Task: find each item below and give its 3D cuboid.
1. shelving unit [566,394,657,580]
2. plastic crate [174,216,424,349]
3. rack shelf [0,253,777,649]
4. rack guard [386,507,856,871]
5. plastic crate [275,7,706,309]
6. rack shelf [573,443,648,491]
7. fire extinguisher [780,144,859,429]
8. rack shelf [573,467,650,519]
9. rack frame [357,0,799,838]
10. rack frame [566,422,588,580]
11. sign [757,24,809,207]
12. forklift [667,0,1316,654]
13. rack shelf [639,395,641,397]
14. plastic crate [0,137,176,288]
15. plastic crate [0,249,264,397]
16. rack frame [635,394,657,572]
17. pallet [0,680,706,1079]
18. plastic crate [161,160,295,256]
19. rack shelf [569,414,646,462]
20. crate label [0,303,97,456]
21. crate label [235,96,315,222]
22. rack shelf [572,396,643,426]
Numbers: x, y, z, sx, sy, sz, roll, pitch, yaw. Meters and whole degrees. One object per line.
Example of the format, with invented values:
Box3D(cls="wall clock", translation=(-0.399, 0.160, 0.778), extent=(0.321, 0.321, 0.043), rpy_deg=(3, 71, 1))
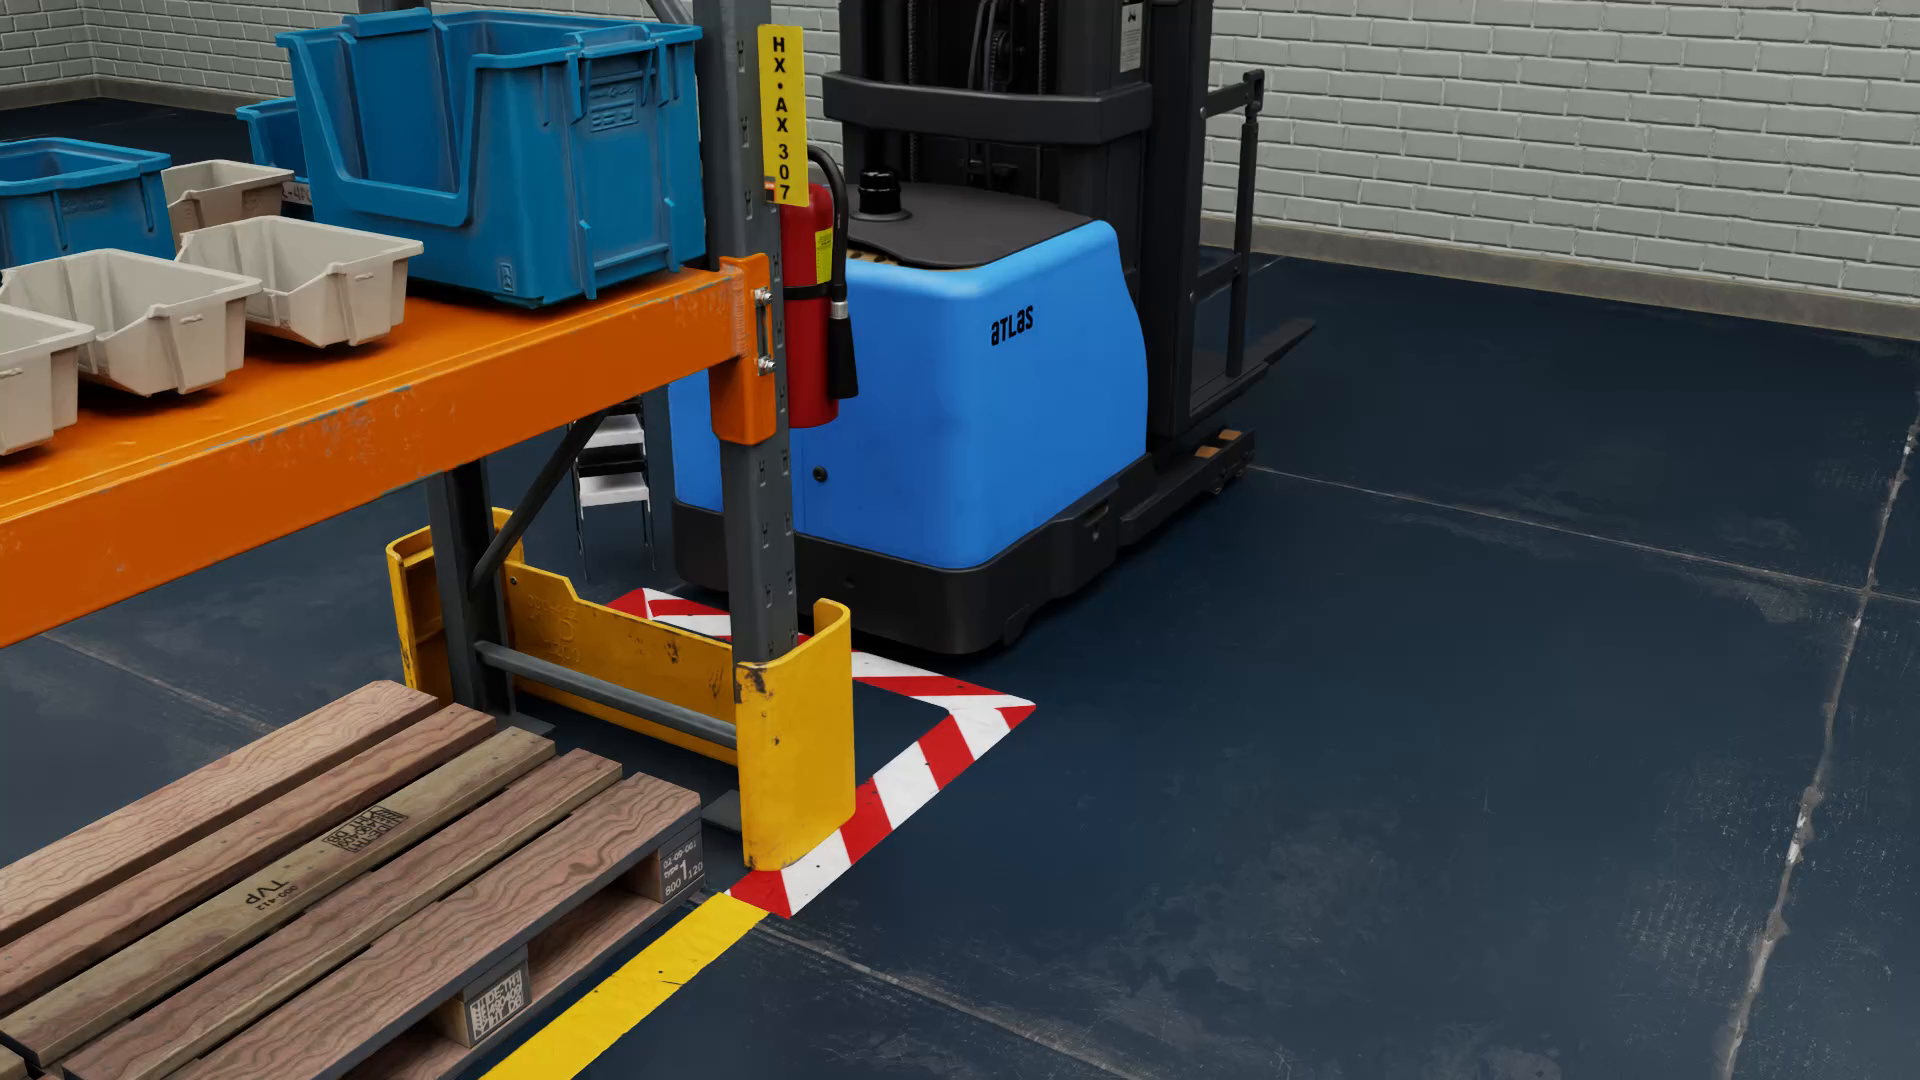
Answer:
Box3D(cls="shelving unit", translation=(-1.053, -0.350, 4.926), extent=(0.210, 0.900, 0.258), rpy_deg=(-7, 24, -16))
Box3D(cls="plastic crate", translation=(-1.079, -0.413, 2.685), extent=(0.396, 0.136, 0.243), rpy_deg=(14, 27, 29))
Box3D(cls="rack shelf", translation=(-1.858, 0.186, 1.951), extent=(1.077, 0.370, 4.000), rpy_deg=(14, 27, 29))
Box3D(cls="rack guard", translation=(-0.801, 0.317, 3.889), extent=(1.175, 0.500, 0.348), rpy_deg=(14, 27, 29))
Box3D(cls="plastic crate", translation=(-0.821, -0.711, 2.997), extent=(0.616, 0.435, 0.499), rpy_deg=(14, 27, 29))
Box3D(cls="rack shelf", translation=(-1.053, -0.237, 4.975), extent=(0.200, 0.077, 0.258), rpy_deg=(-7, 24, -16))
Box3D(cls="fire extinguisher", translation=(-0.337, -0.569, 3.355), extent=(0.296, 0.674, 0.183), rpy_deg=(14, 27, 29))
Box3D(cls="rack shelf", translation=(-1.053, -0.154, 5.011), extent=(0.200, 0.077, 0.258), rpy_deg=(-7, 24, -16))
Box3D(cls="rack frame", translation=(-0.803, -0.820, 3.368), extent=(1.000, 3.000, 0.127), rpy_deg=(14, 27, 29))
Box3D(cls="rack frame", translation=(-1.150, -0.338, 4.898), extent=(0.006, 0.900, 0.240), rpy_deg=(-7, 24, -16))
Box3D(cls="sign", translation=(-0.327, -0.785, 3.082), extent=(0.100, 0.325, 0.005), rpy_deg=(14, 27, 29))
Box3D(cls="forklift", translation=(0.367, -1.583, 5.218), extent=(1.130, 2.935, 3.031), rpy_deg=(14, 27, 29))
Box3D(cls="rack shelf", translation=(-1.053, -0.485, 4.868), extent=(0.200, 0.077, 0.258), rpy_deg=(-7, 24, -16))
Box3D(cls="plastic crate", translation=(-1.560, -0.534, 2.843), extent=(0.416, 0.233, 0.300), rpy_deg=(14, 27, 29))
Box3D(cls="plastic crate", translation=(-1.244, -0.318, 2.466), extent=(0.396, 0.136, 0.243), rpy_deg=(14, 27, 29))
Box3D(cls="rack frame", translation=(-0.956, -0.362, 4.953), extent=(0.006, 0.900, 0.240), rpy_deg=(-7, 24, -16))
Box3D(cls="pallet", translation=(-1.271, 0.730, 3.297), extent=(1.003, 0.211, 1.213), rpy_deg=(14, 27, 29))
Box3D(cls="plastic crate", translation=(-1.452, -0.621, 3.165), extent=(0.250, 0.136, 0.298), rpy_deg=(14, 27, 29))
Box3D(cls="rack shelf", translation=(-1.053, -0.319, 4.939), extent=(0.200, 0.077, 0.258), rpy_deg=(-7, 24, -16))
Box3D(cls="crate label", translation=(-1.370, -0.219, 2.237), extent=(0.396, 0.136, 0.243), rpy_deg=(14, 27, 29))
Box3D(cls="crate label", translation=(-1.213, -0.756, 3.356), extent=(0.416, 0.233, 0.303), rpy_deg=(14, 27, 29))
Box3D(cls="rack shelf", translation=(-1.053, -0.402, 4.903), extent=(0.200, 0.077, 0.258), rpy_deg=(-7, 24, -16))
